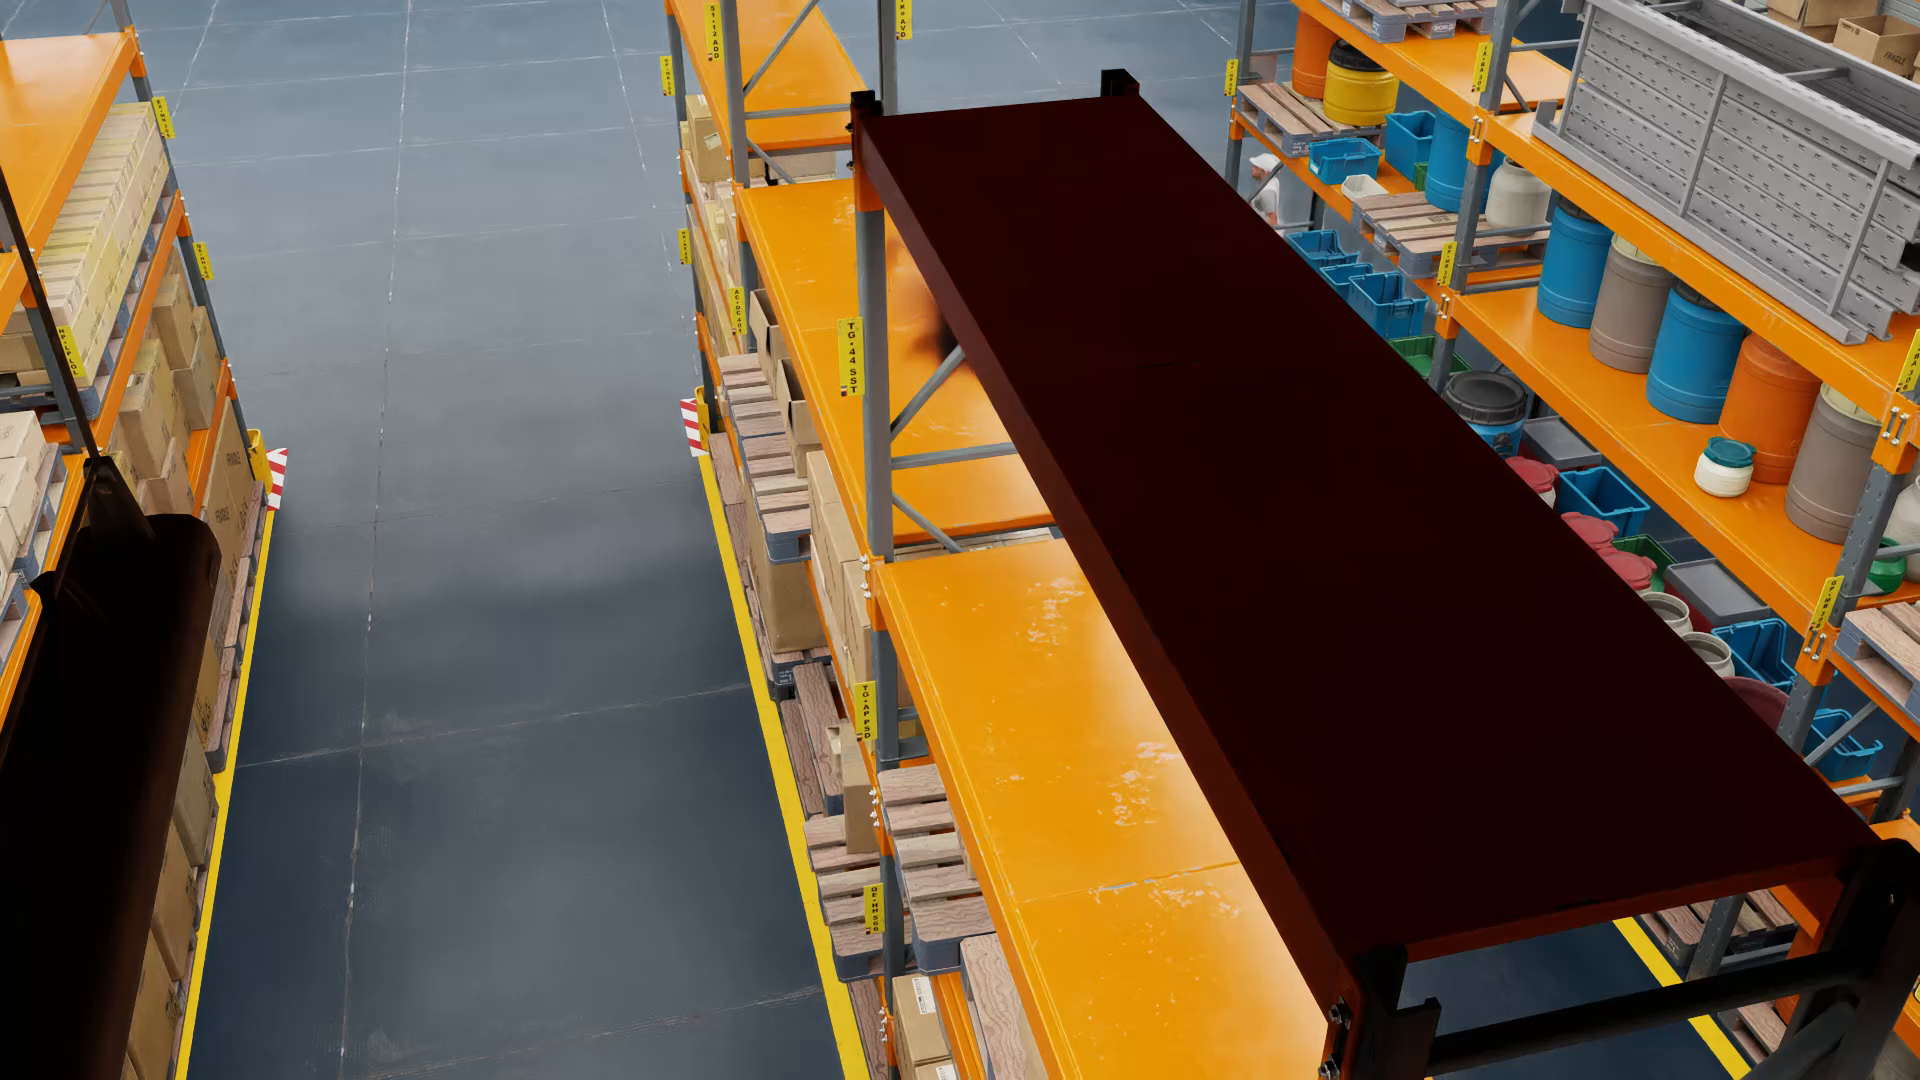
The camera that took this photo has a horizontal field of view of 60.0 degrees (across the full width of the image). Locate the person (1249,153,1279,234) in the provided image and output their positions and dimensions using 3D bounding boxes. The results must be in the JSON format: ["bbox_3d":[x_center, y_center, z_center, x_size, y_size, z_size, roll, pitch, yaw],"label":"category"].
[{"bbox_3d":[3.124,-3.154,17.172,0.635,1.725,0.656,7,35,11],"label":"person"}]
